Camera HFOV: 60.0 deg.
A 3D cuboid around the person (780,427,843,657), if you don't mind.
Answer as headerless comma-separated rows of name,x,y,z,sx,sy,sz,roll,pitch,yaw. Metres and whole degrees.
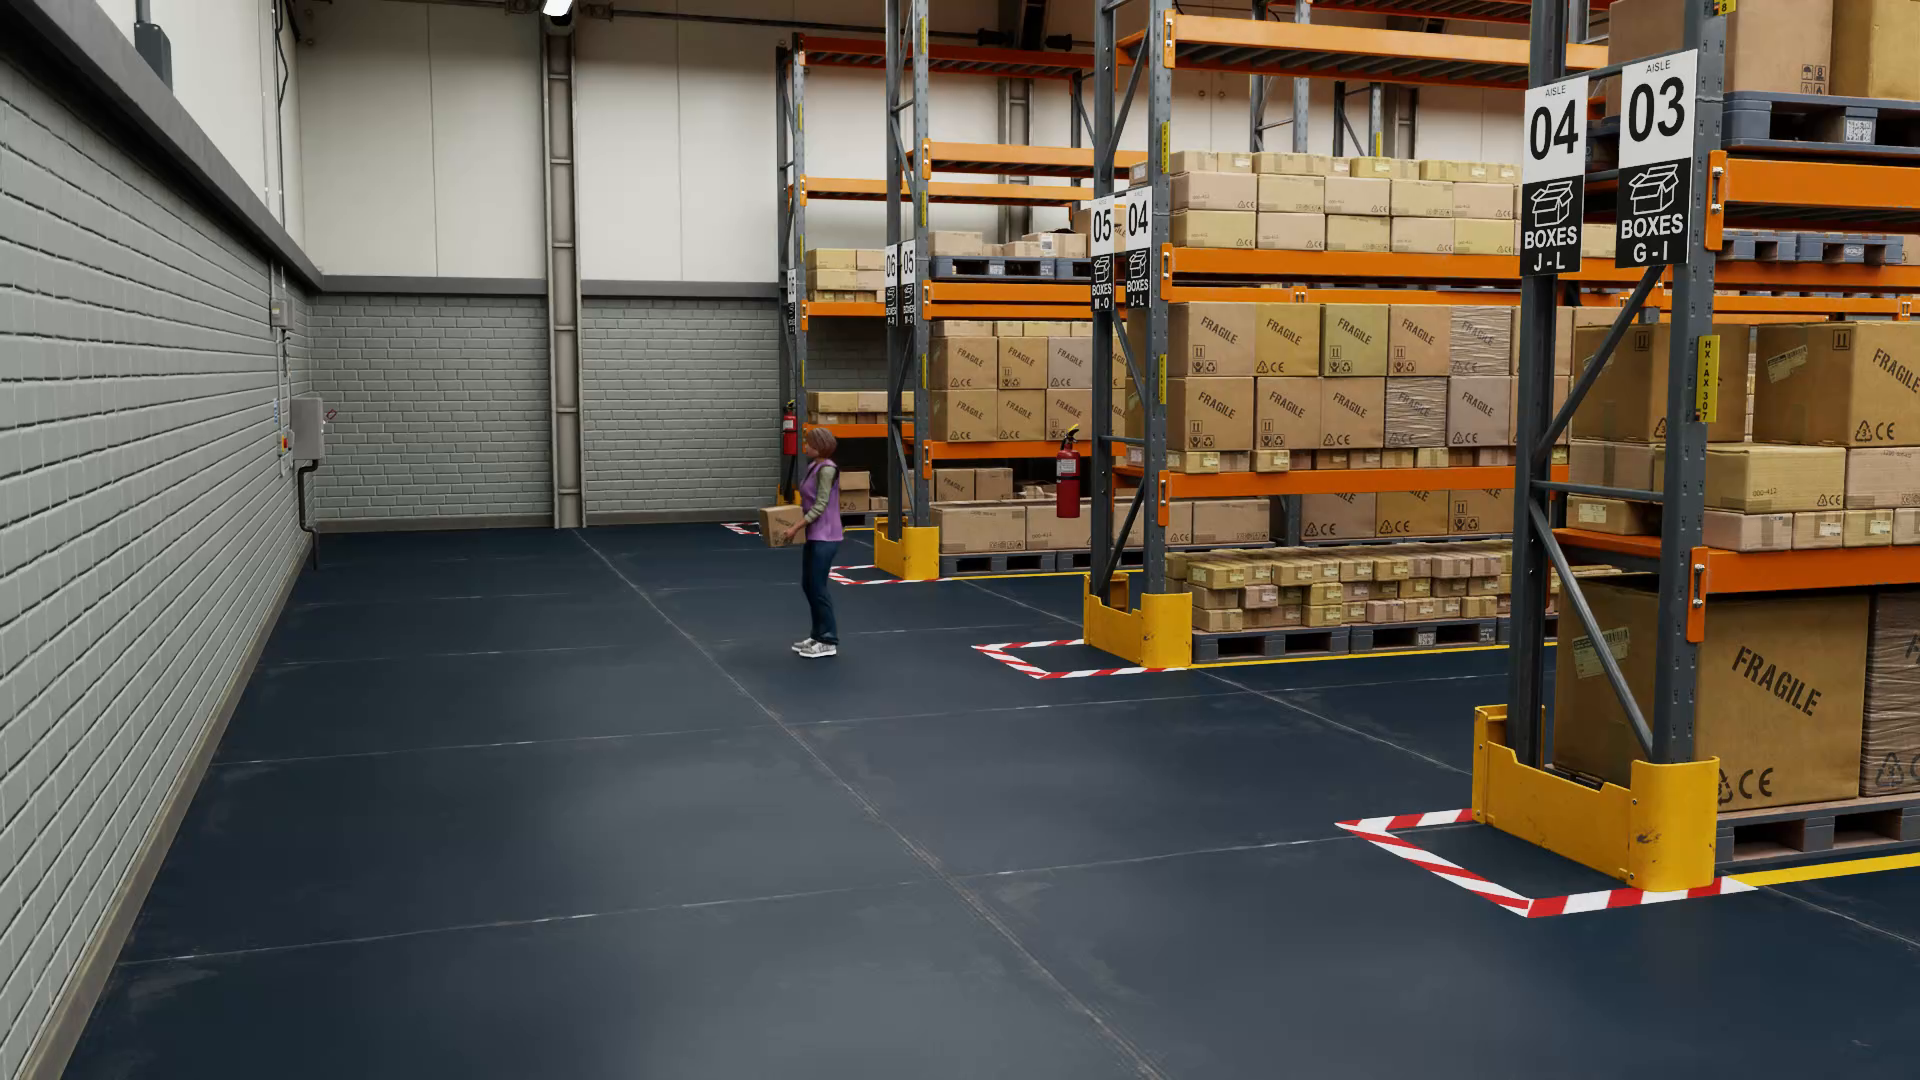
person,-1.057,0.010,11.627,0.471,1.602,0.438,-2,6,-19
